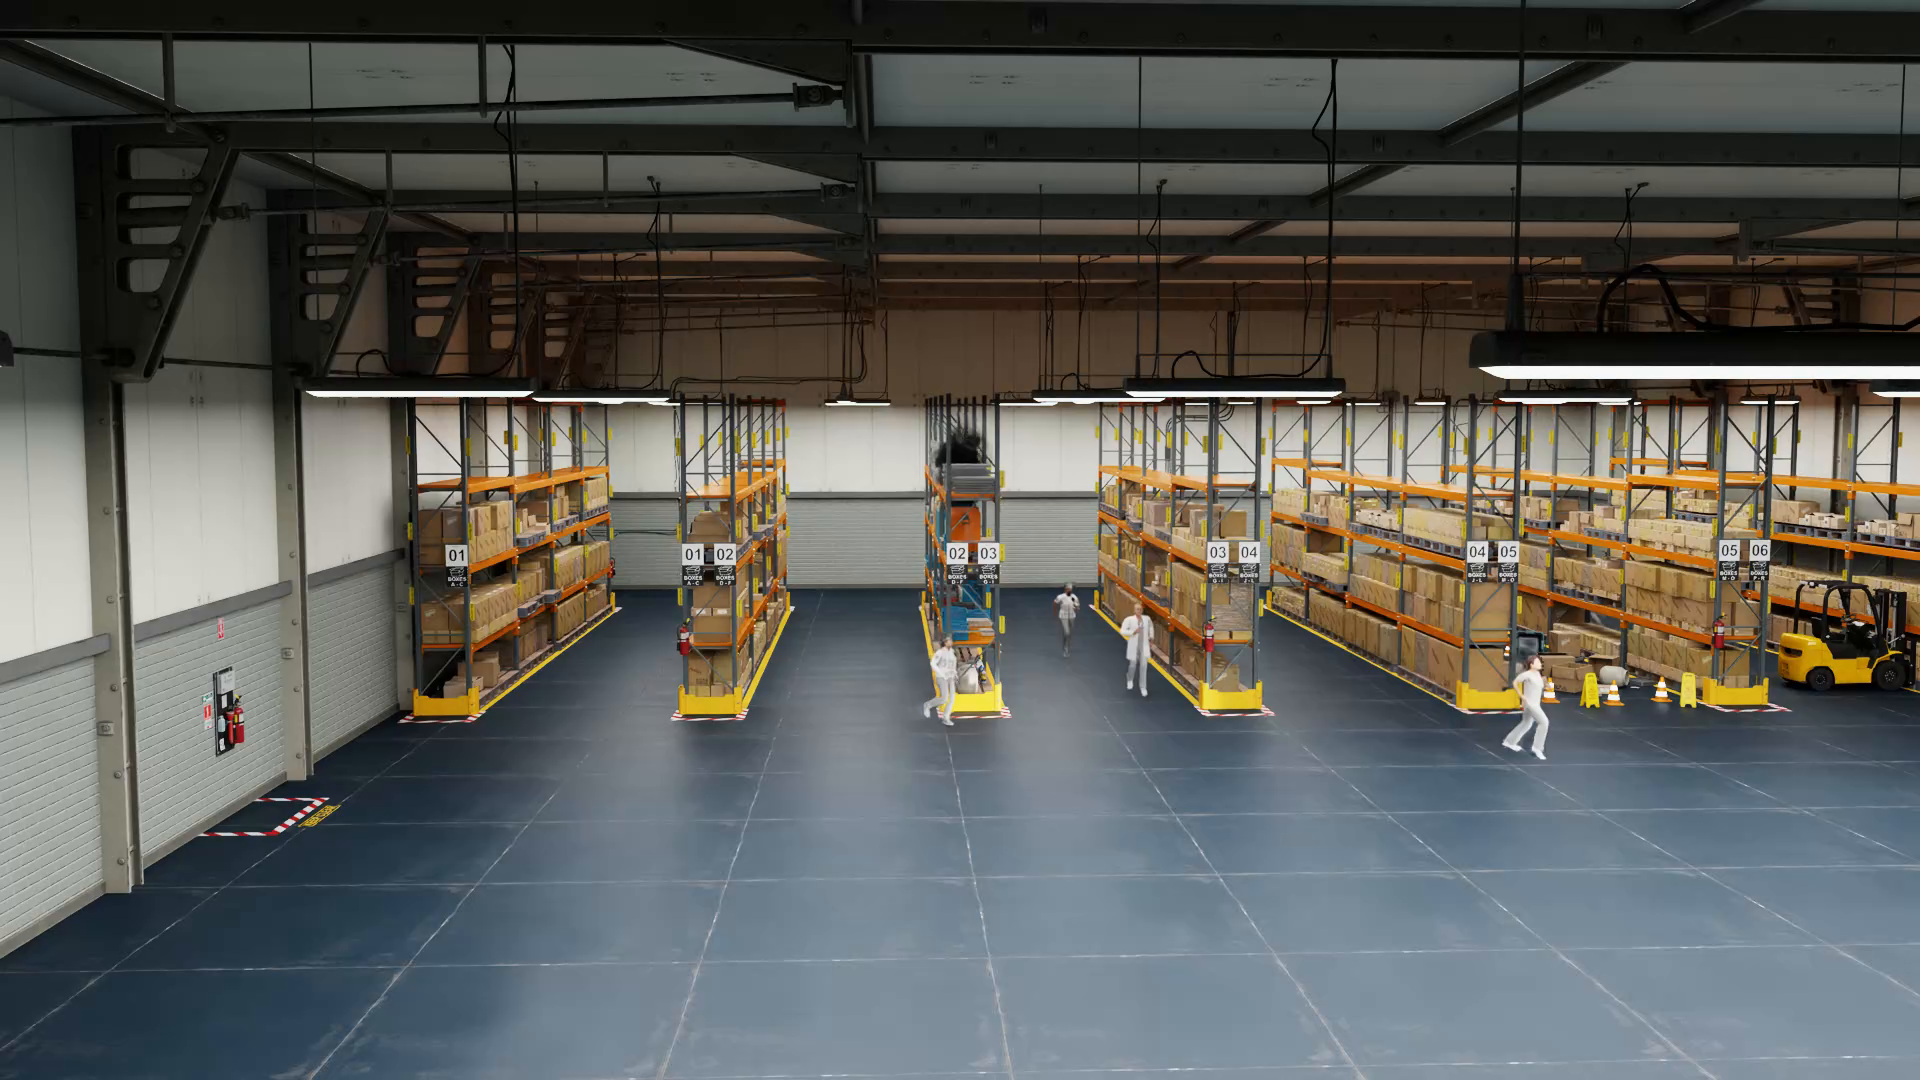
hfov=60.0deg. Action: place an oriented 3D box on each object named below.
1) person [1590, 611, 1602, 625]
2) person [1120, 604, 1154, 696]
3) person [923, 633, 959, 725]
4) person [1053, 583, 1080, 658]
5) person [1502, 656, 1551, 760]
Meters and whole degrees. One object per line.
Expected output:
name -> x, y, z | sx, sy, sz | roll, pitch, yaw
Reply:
person -> 16.190, 1.503, 42.371 | 0.714, 1.744, 0.901 | -1, 5, -8
person -> 3.561, 2.168, 33.390 | 0.734, 1.794, 1.010 | -1, 5, -8
person -> -0.255, 2.512, 30.307 | 0.711, 1.633, 0.670 | 4, 6, 39
person -> 2.484, 1.851, 38.437 | 0.536, 1.746, 0.813 | -1, 5, -17
person -> 9.359, 2.739, 27.395 | 0.766, 1.704, 0.545 | 3, 6, 37
